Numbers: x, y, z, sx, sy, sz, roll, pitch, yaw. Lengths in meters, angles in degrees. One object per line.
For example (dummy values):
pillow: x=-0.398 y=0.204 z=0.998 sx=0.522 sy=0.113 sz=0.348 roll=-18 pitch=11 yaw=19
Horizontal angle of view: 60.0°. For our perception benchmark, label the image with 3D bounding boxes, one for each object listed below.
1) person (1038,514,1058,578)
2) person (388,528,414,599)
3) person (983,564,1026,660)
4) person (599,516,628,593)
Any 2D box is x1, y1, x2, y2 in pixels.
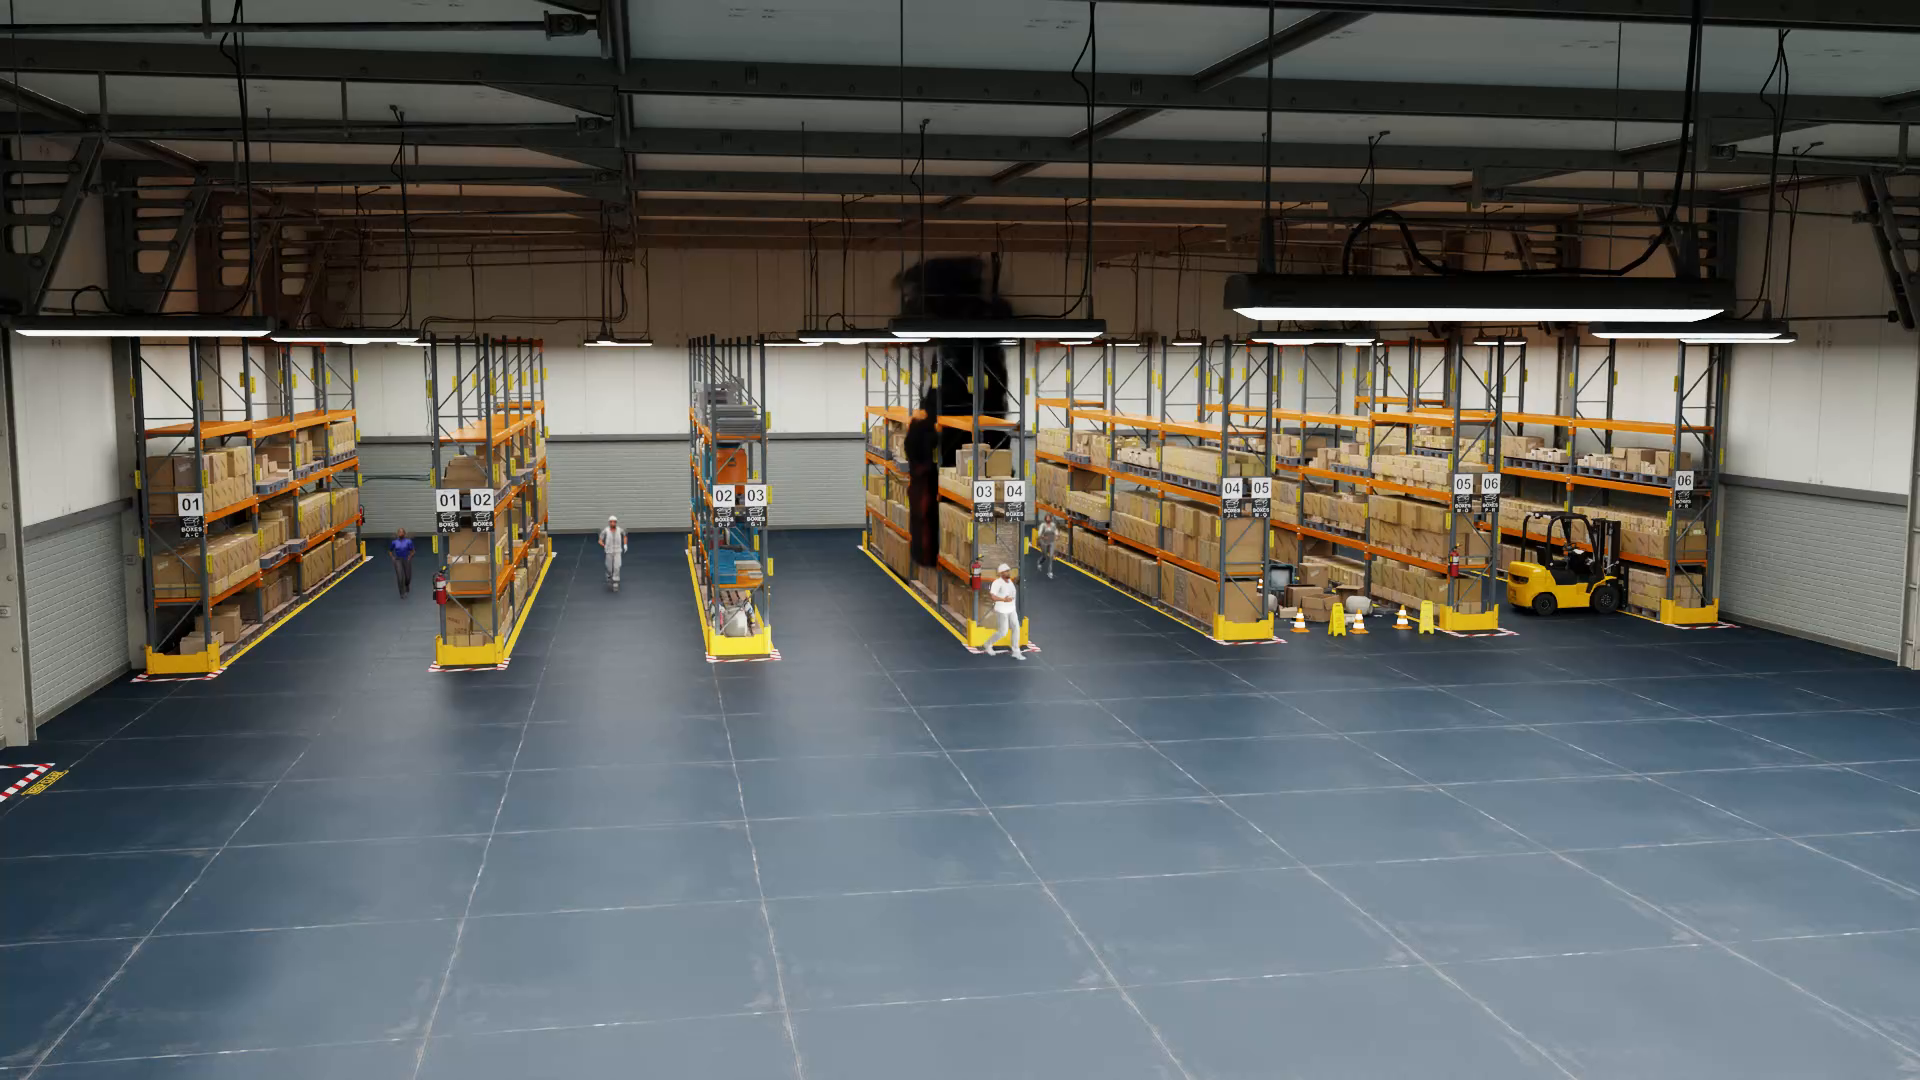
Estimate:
person: x=2.218 y=0.128 z=42.064 sx=0.550 sy=1.591 sz=0.859 roll=-1 pitch=7 yaw=-10
person: x=-12.895 y=0.527 z=38.415 sx=0.577 sy=1.605 sz=0.644 roll=-3 pitch=7 yaw=-21
person: x=0.817 y=1.328 z=30.741 sx=0.848 sy=1.785 sz=0.704 roll=5 pitch=8 yaw=37
person: x=-8.230 y=0.319 z=39.507 sx=0.685 sy=1.790 sz=0.833 roll=-2 pitch=7 yaw=-18
